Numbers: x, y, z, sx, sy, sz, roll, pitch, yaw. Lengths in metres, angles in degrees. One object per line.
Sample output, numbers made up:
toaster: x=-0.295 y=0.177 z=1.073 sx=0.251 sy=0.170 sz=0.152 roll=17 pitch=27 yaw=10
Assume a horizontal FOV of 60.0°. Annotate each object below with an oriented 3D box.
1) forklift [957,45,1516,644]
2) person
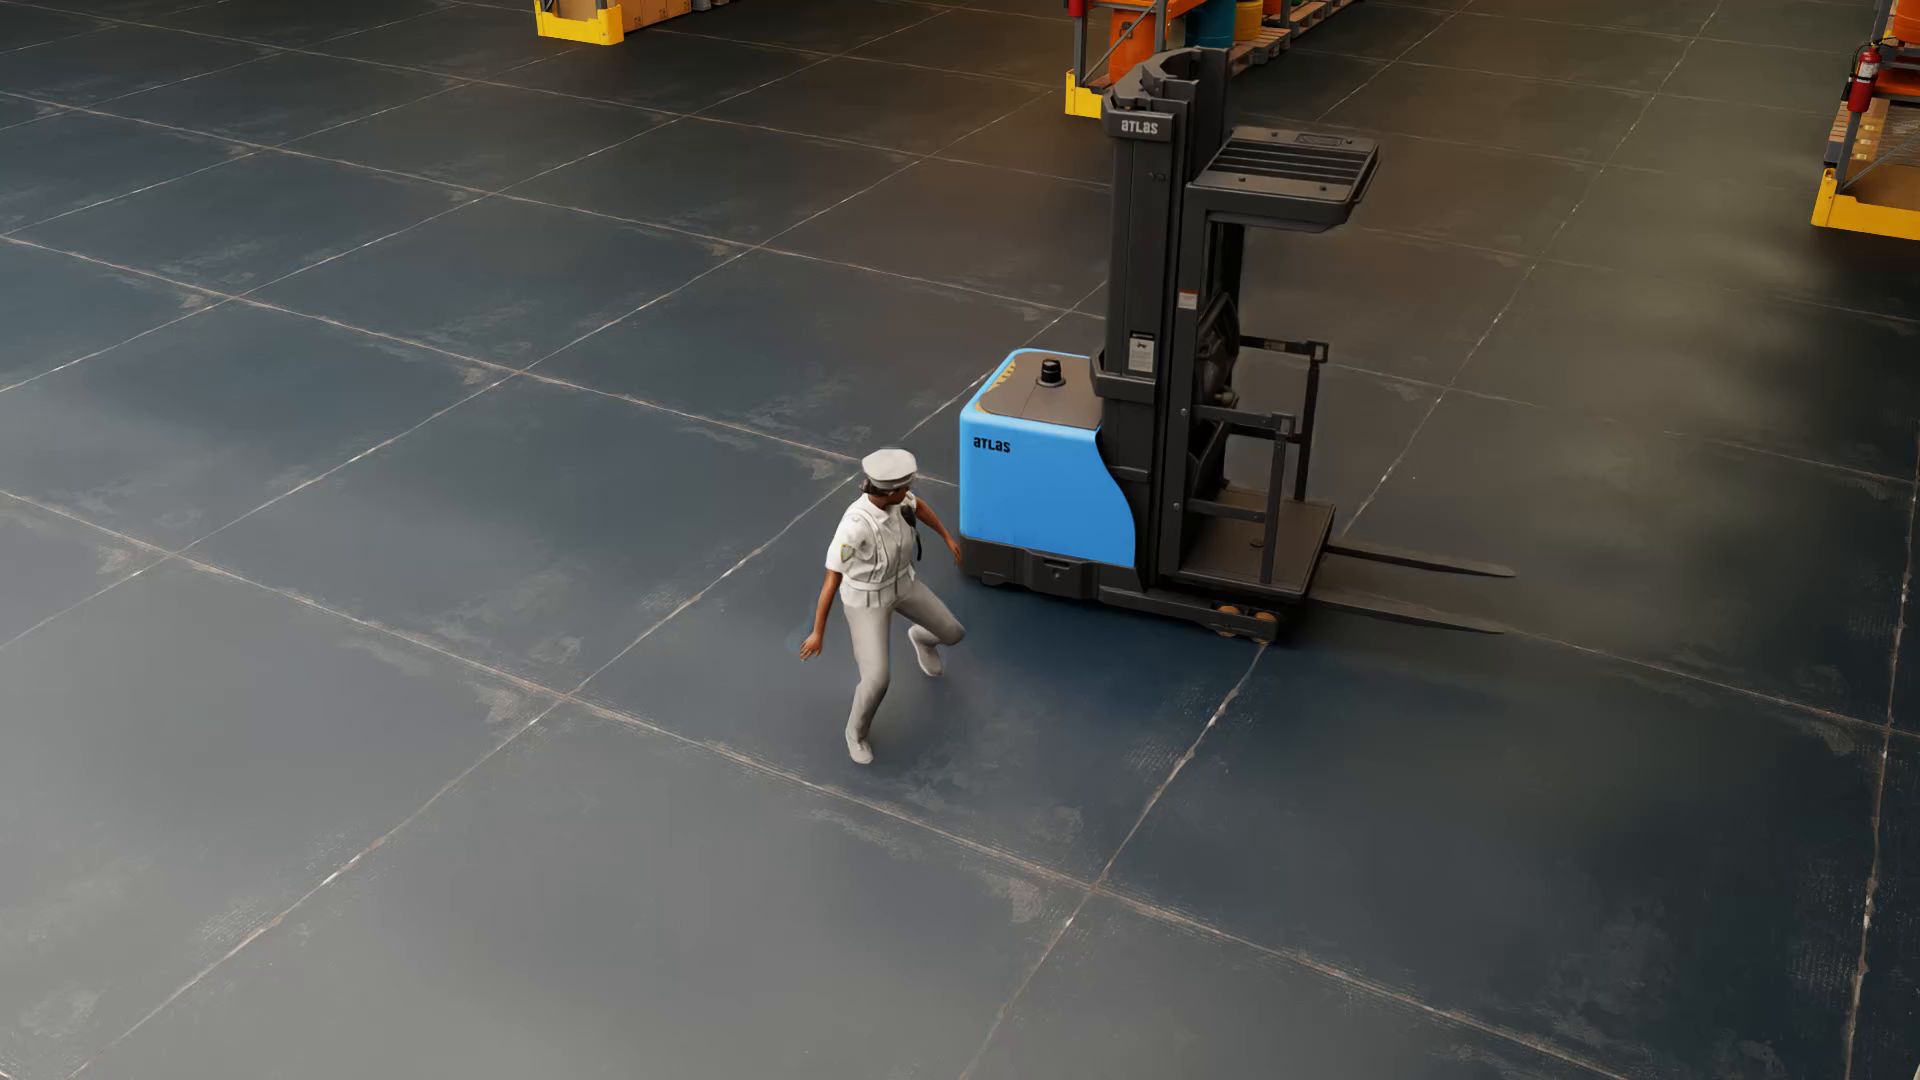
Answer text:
forklift: x=1.556 y=-1.008 z=8.817 sx=3.031 sy=2.935 sz=1.130 roll=11 pitch=32 yaw=18
person: x=-0.377 y=0.289 z=8.045 sx=0.481 sy=1.551 sz=1.047 roll=24 pitch=38 yaw=35
